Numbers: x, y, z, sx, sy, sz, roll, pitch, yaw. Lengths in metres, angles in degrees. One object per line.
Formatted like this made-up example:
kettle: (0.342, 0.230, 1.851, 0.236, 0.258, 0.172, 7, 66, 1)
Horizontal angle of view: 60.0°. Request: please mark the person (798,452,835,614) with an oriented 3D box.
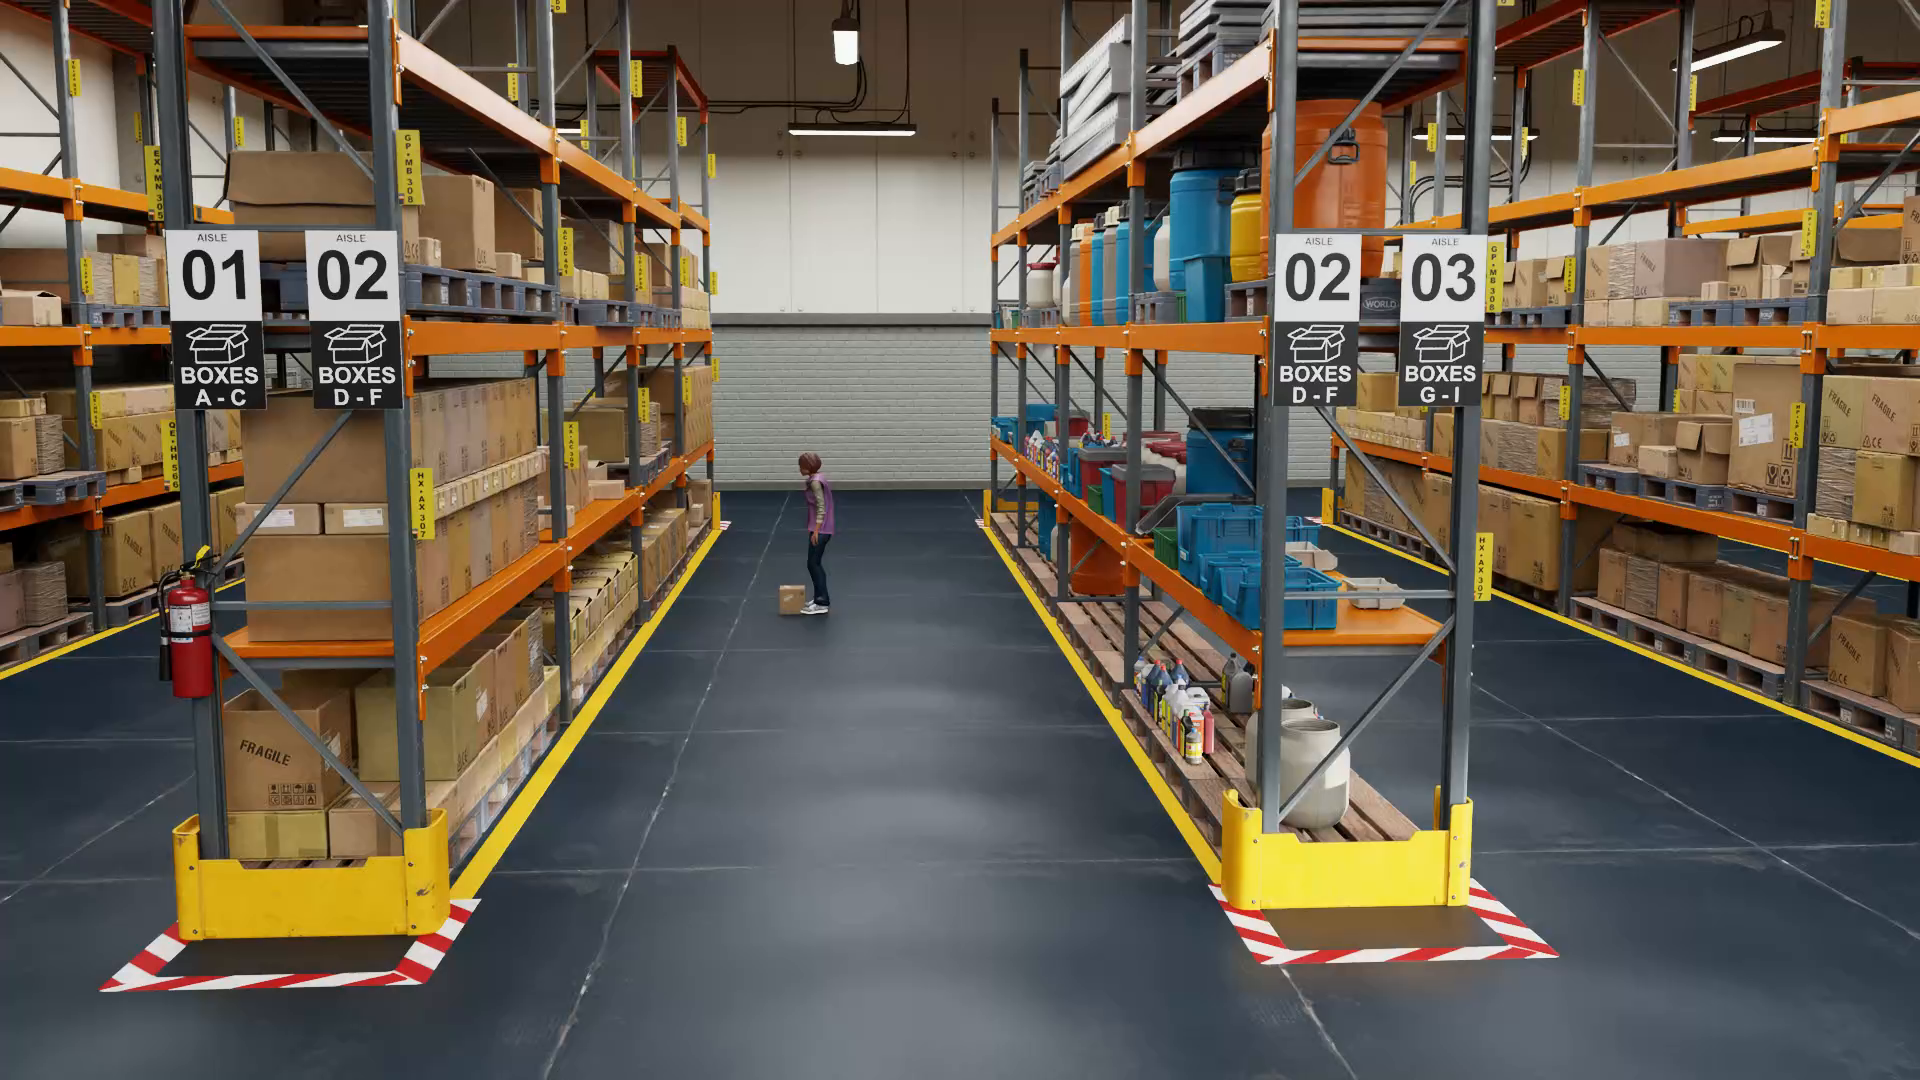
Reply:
person: (-1.415, -0.075, 16.411, 0.347, 1.592, 0.484, -1, 7, -7)
